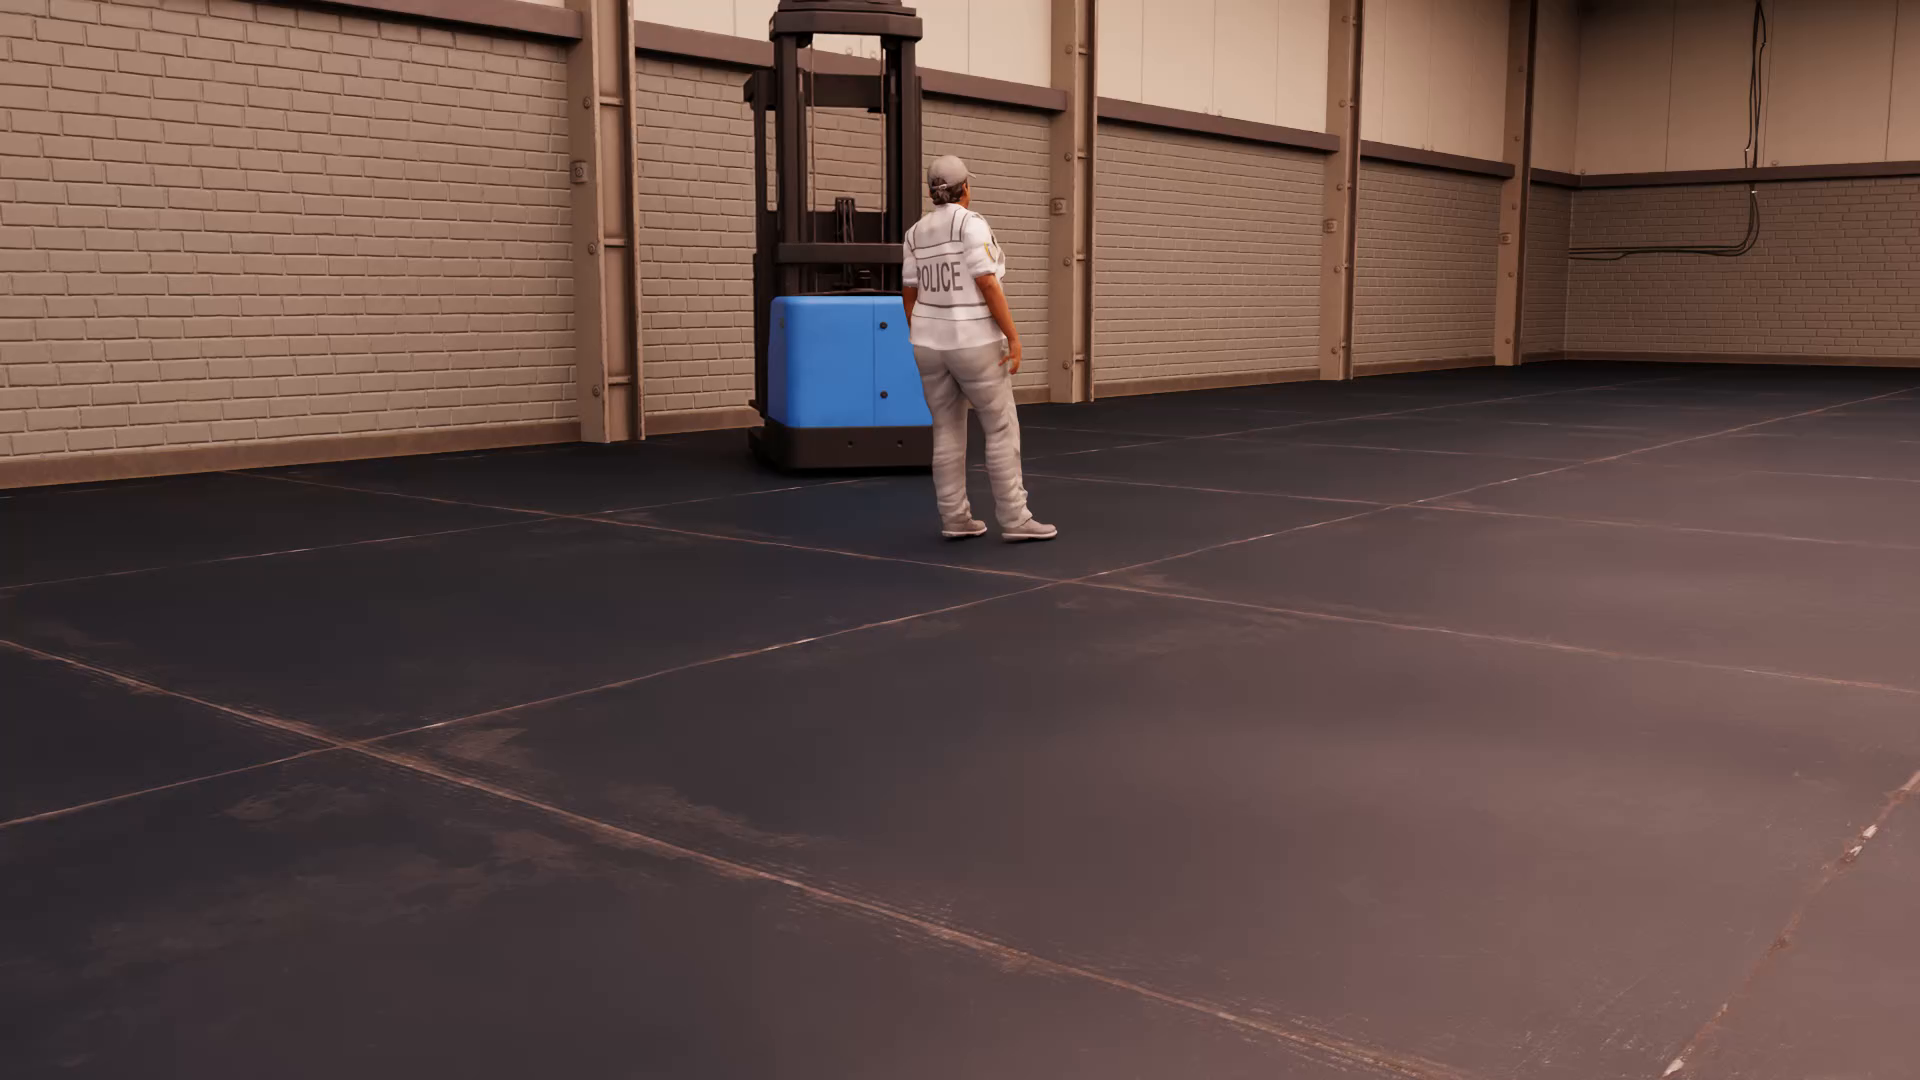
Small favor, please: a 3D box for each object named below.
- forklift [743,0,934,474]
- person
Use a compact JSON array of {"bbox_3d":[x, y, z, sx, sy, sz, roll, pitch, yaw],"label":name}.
[{"bbox_3d":[-0.845,-2.027,11.130,1.130,2.935,3.031,-2,9,-13],"label":"forklift"},{"bbox_3d":[0.066,-0.838,7.328,0.598,1.670,0.529,7,11,38],"label":"person"}]
